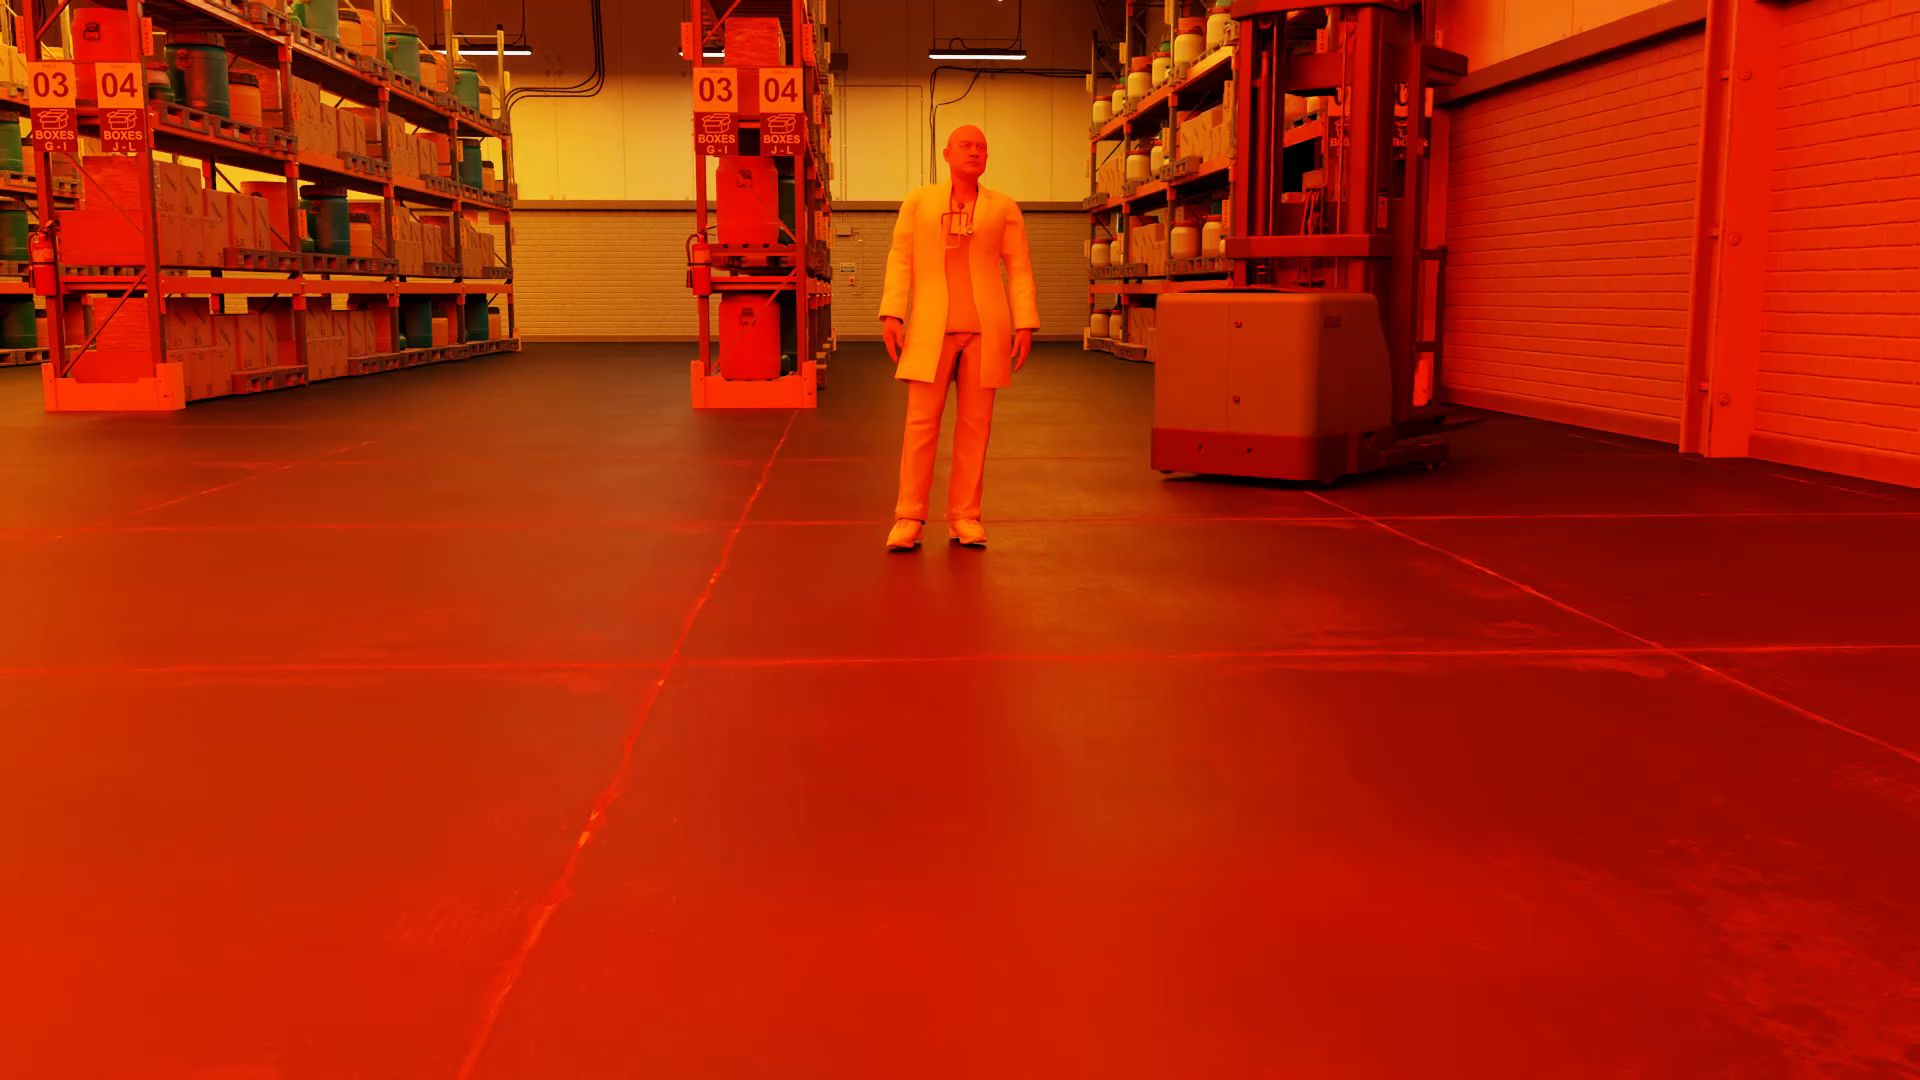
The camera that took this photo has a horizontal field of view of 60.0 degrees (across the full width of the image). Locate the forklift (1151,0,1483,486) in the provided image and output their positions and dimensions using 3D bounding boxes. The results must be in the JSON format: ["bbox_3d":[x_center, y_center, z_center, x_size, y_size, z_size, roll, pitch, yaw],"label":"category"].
[{"bbox_3d":[2.400,-1.917,10.241,1.130,2.935,3.031,6,11,37],"label":"forklift"}]

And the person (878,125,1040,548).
[{"bbox_3d":[0.002,-0.873,7.088,0.696,1.778,0.578,-1,8,-4],"label":"person"}]
